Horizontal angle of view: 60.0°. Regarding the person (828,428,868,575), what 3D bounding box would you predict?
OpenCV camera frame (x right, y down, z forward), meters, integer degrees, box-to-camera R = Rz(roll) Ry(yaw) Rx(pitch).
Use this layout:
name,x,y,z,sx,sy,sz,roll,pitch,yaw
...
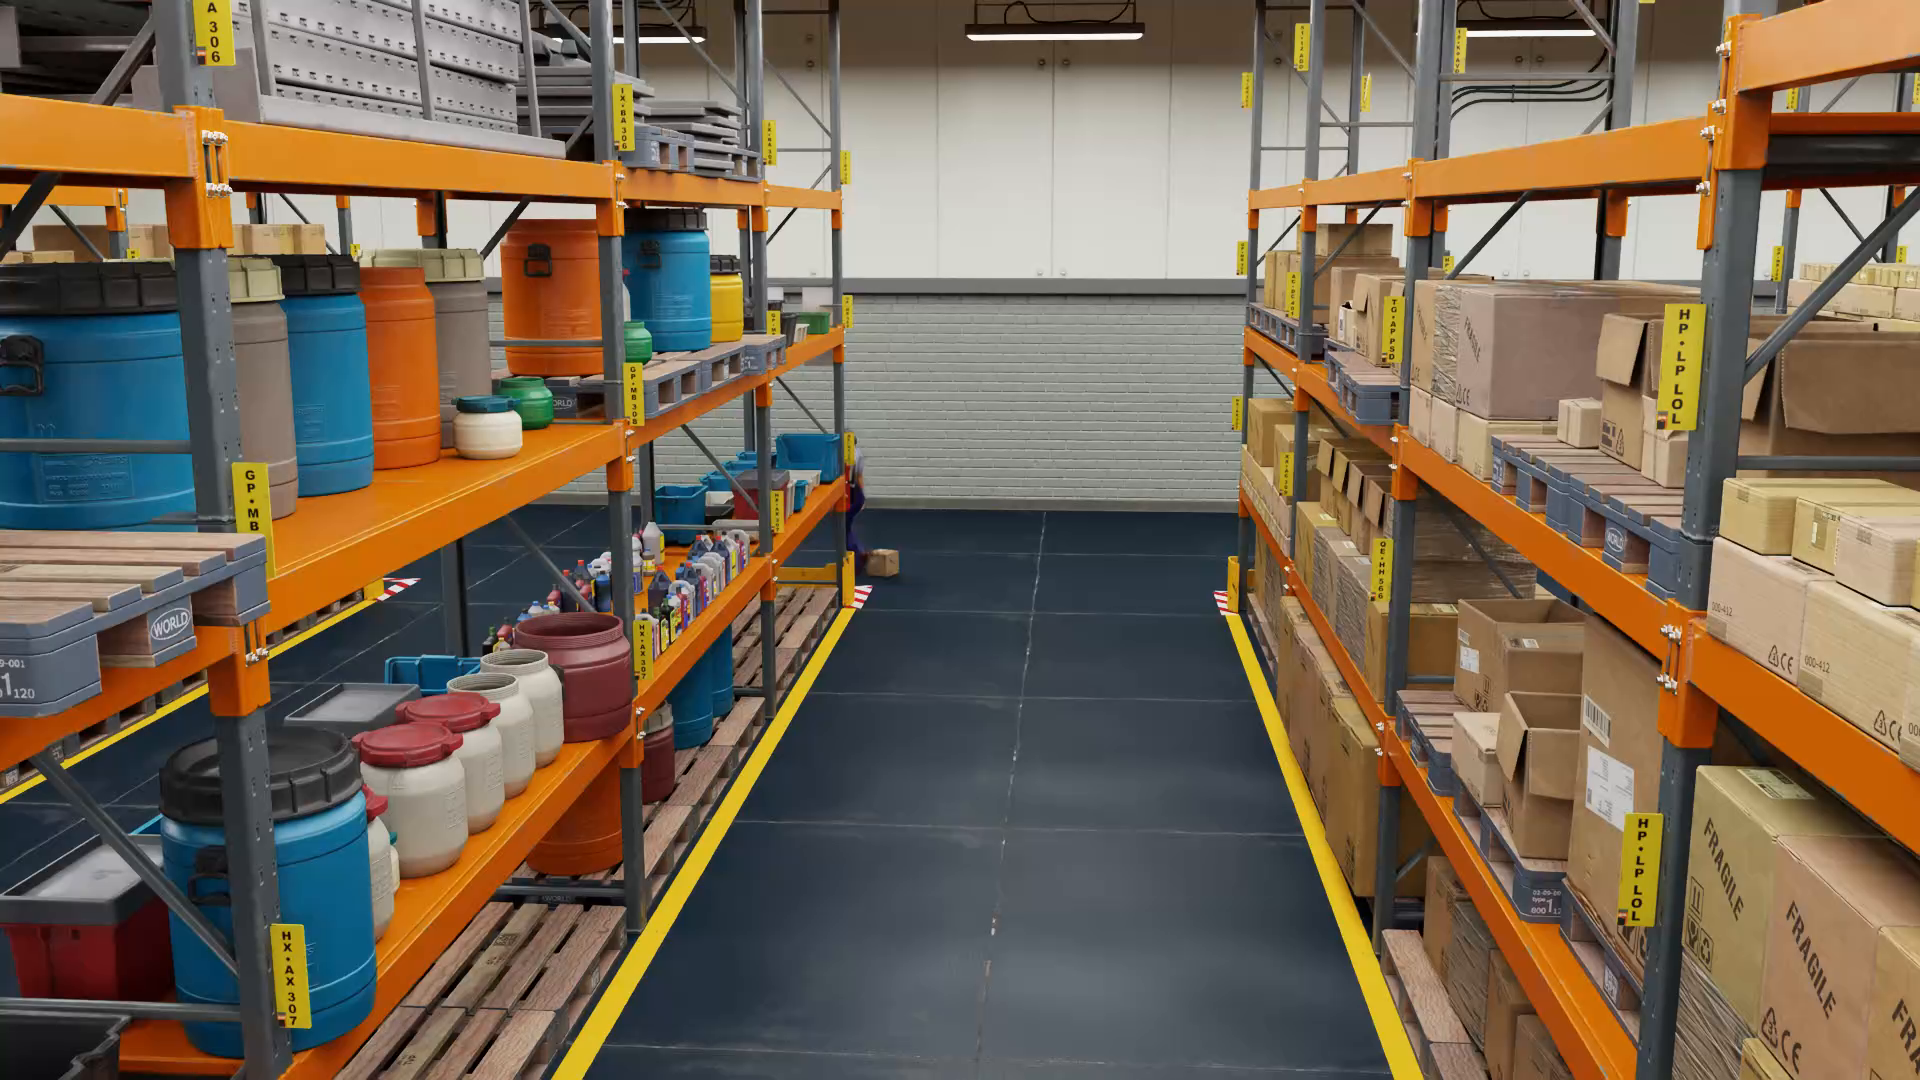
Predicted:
name,x,y,z,sx,sy,sz,roll,pitch,yaw
person,-1.270,-0.410,18.078,0.442,1.656,0.556,5,12,24
